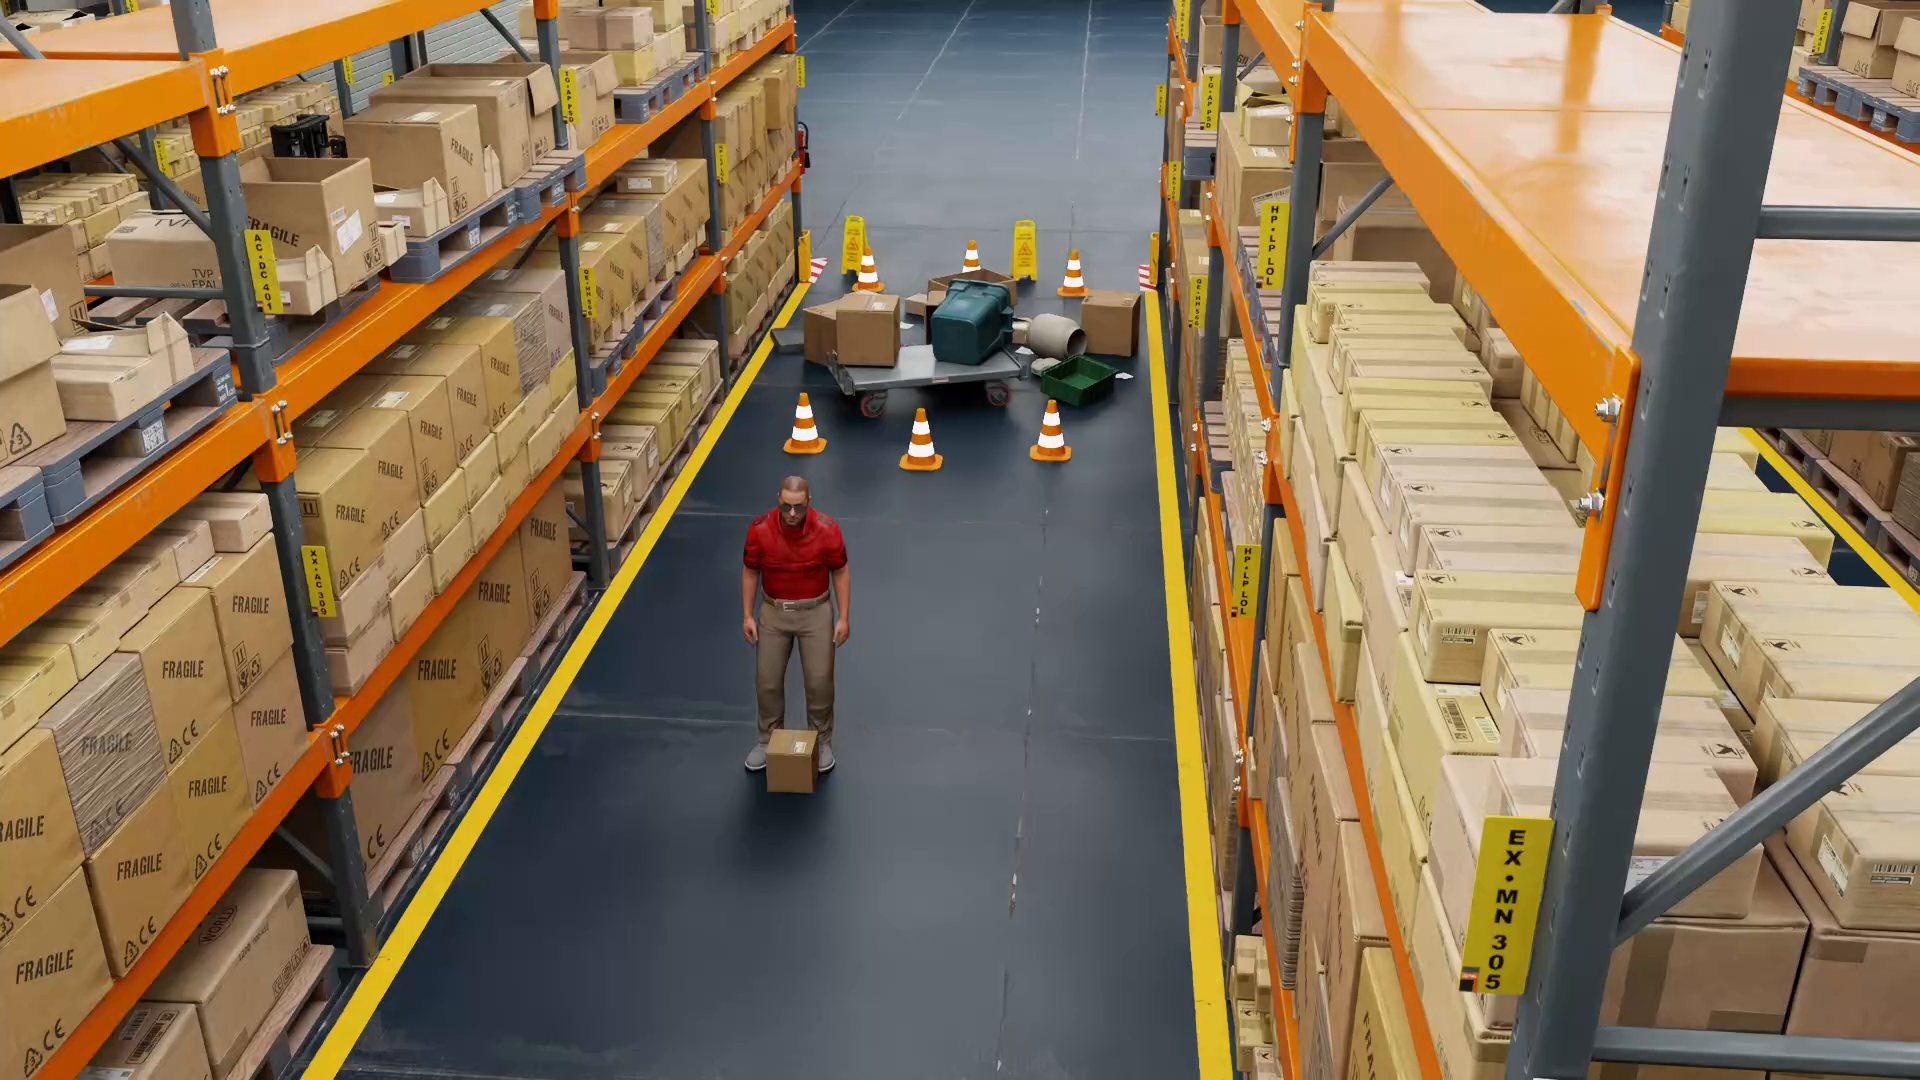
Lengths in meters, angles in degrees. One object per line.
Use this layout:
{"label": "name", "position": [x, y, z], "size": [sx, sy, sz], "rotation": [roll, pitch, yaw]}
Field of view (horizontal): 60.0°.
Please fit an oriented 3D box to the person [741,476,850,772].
{"label": "person", "position": [-0.899, 0.437, 9.061], "size": [0.605, 1.726, 0.389], "rotation": [0, 24, 1]}
